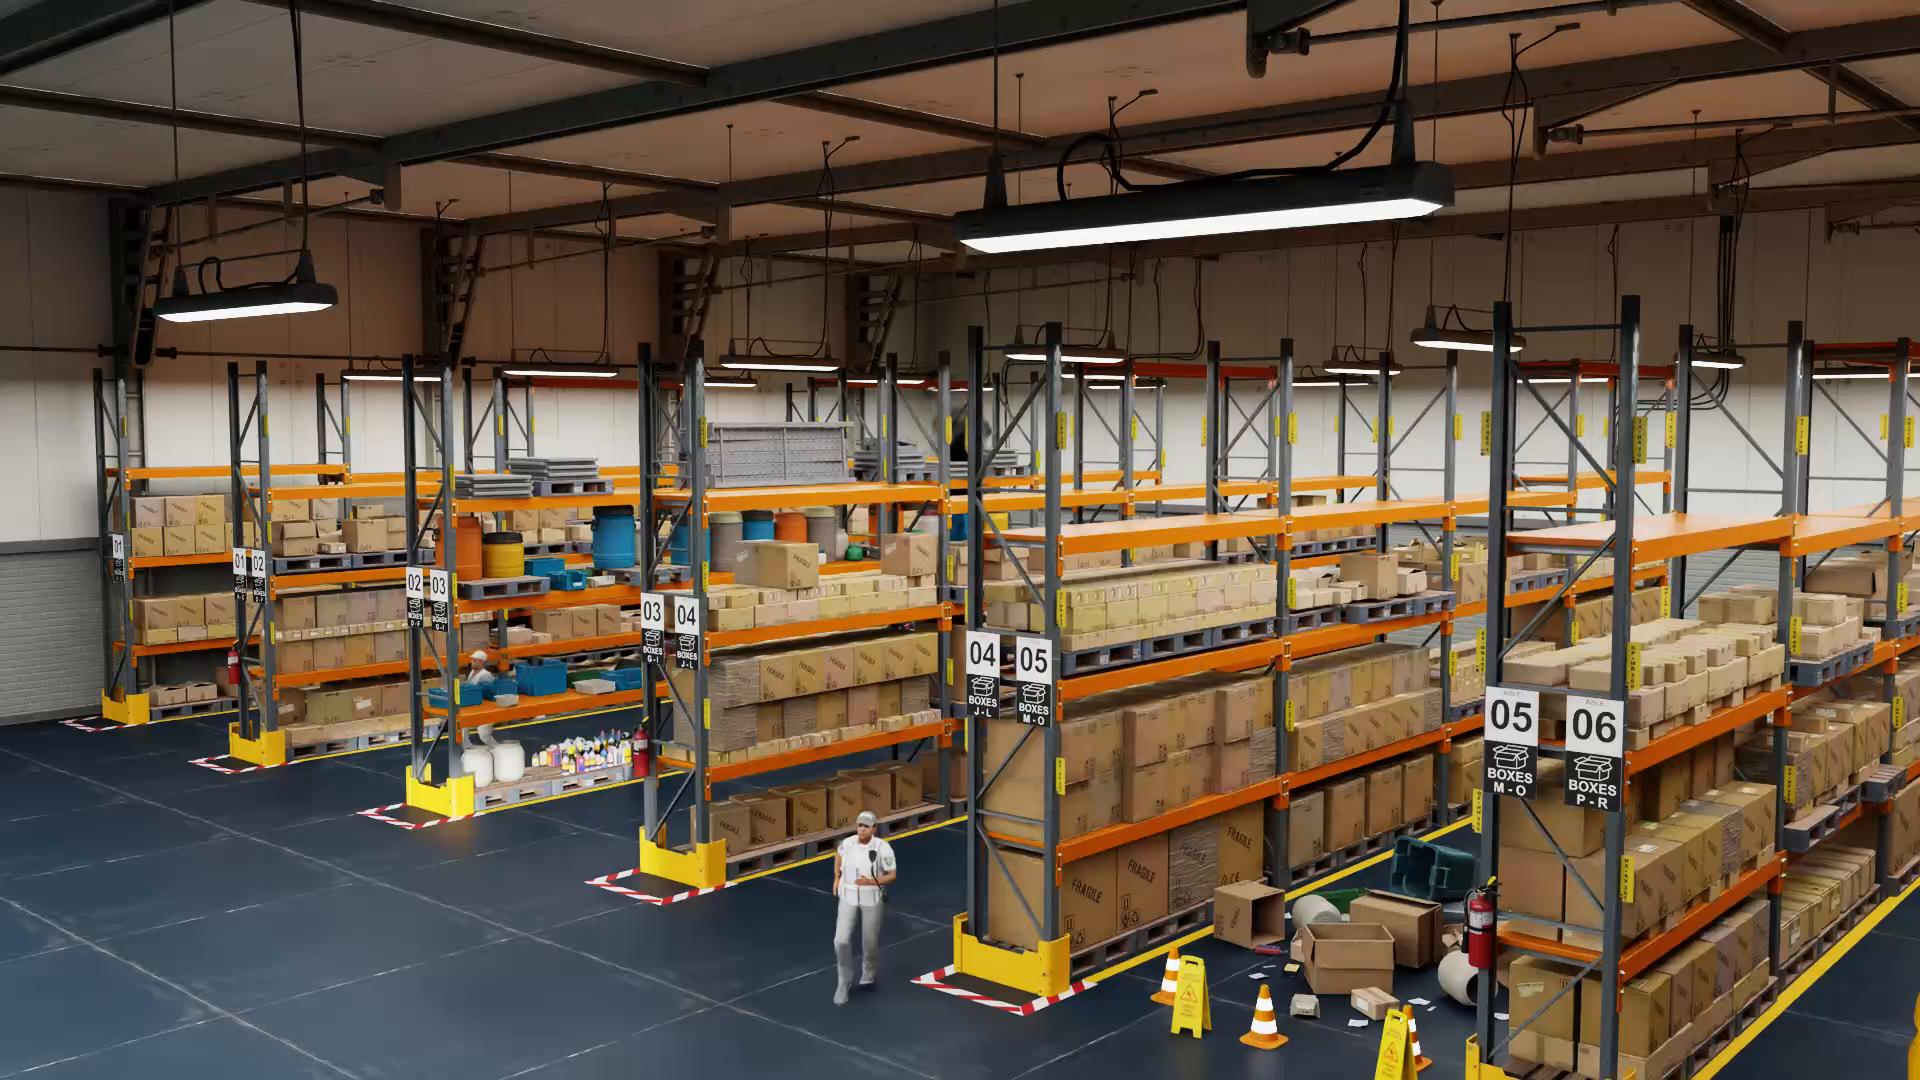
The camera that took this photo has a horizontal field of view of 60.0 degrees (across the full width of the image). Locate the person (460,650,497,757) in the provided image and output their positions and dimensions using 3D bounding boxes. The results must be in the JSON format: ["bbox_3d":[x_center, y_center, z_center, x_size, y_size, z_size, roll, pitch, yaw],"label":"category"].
[{"bbox_3d":[-6.983,2.506,24.050,0.644,1.830,0.751,3,5,39],"label":"person"}]

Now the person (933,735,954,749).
[{"bbox_3d":[-0.283,2.504,24.350,0.638,1.701,0.897,3,5,34],"label":"person"}]

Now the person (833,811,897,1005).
[{"bbox_3d":[-0.851,3.258,14.859,0.599,1.703,0.677,0,4,6],"label":"person"}]
